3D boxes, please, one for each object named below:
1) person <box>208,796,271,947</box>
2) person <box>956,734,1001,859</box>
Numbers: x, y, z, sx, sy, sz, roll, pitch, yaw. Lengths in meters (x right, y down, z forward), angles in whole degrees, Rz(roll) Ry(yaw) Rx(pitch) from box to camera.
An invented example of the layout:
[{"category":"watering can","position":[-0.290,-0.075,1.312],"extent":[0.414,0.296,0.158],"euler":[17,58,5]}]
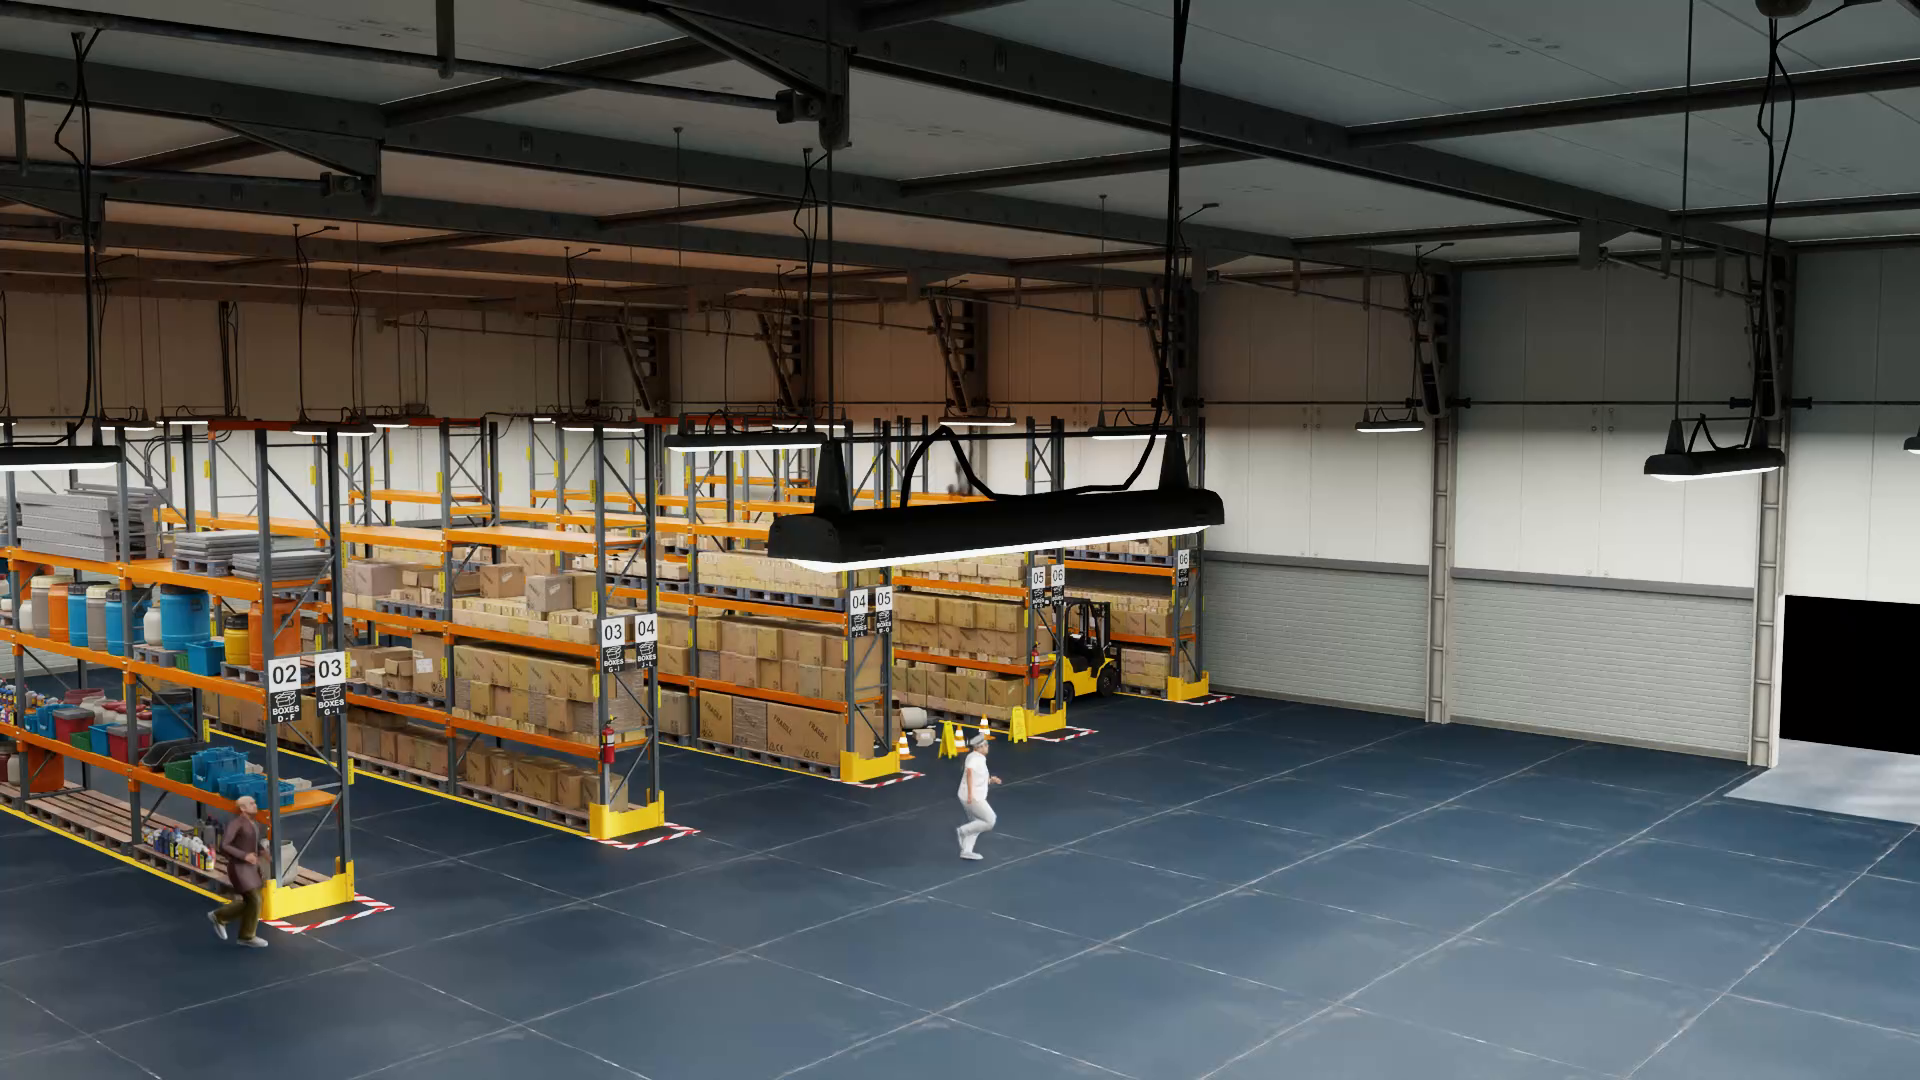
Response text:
[{"category":"person","position":[-8.430,3.864,19.488],"extent":[0.736,1.734,0.750],"euler":[0,5,3]},{"category":"person","position":[0.266,3.561,23.050],"extent":[0.668,1.734,0.706],"euler":[-1,5,-12]}]
